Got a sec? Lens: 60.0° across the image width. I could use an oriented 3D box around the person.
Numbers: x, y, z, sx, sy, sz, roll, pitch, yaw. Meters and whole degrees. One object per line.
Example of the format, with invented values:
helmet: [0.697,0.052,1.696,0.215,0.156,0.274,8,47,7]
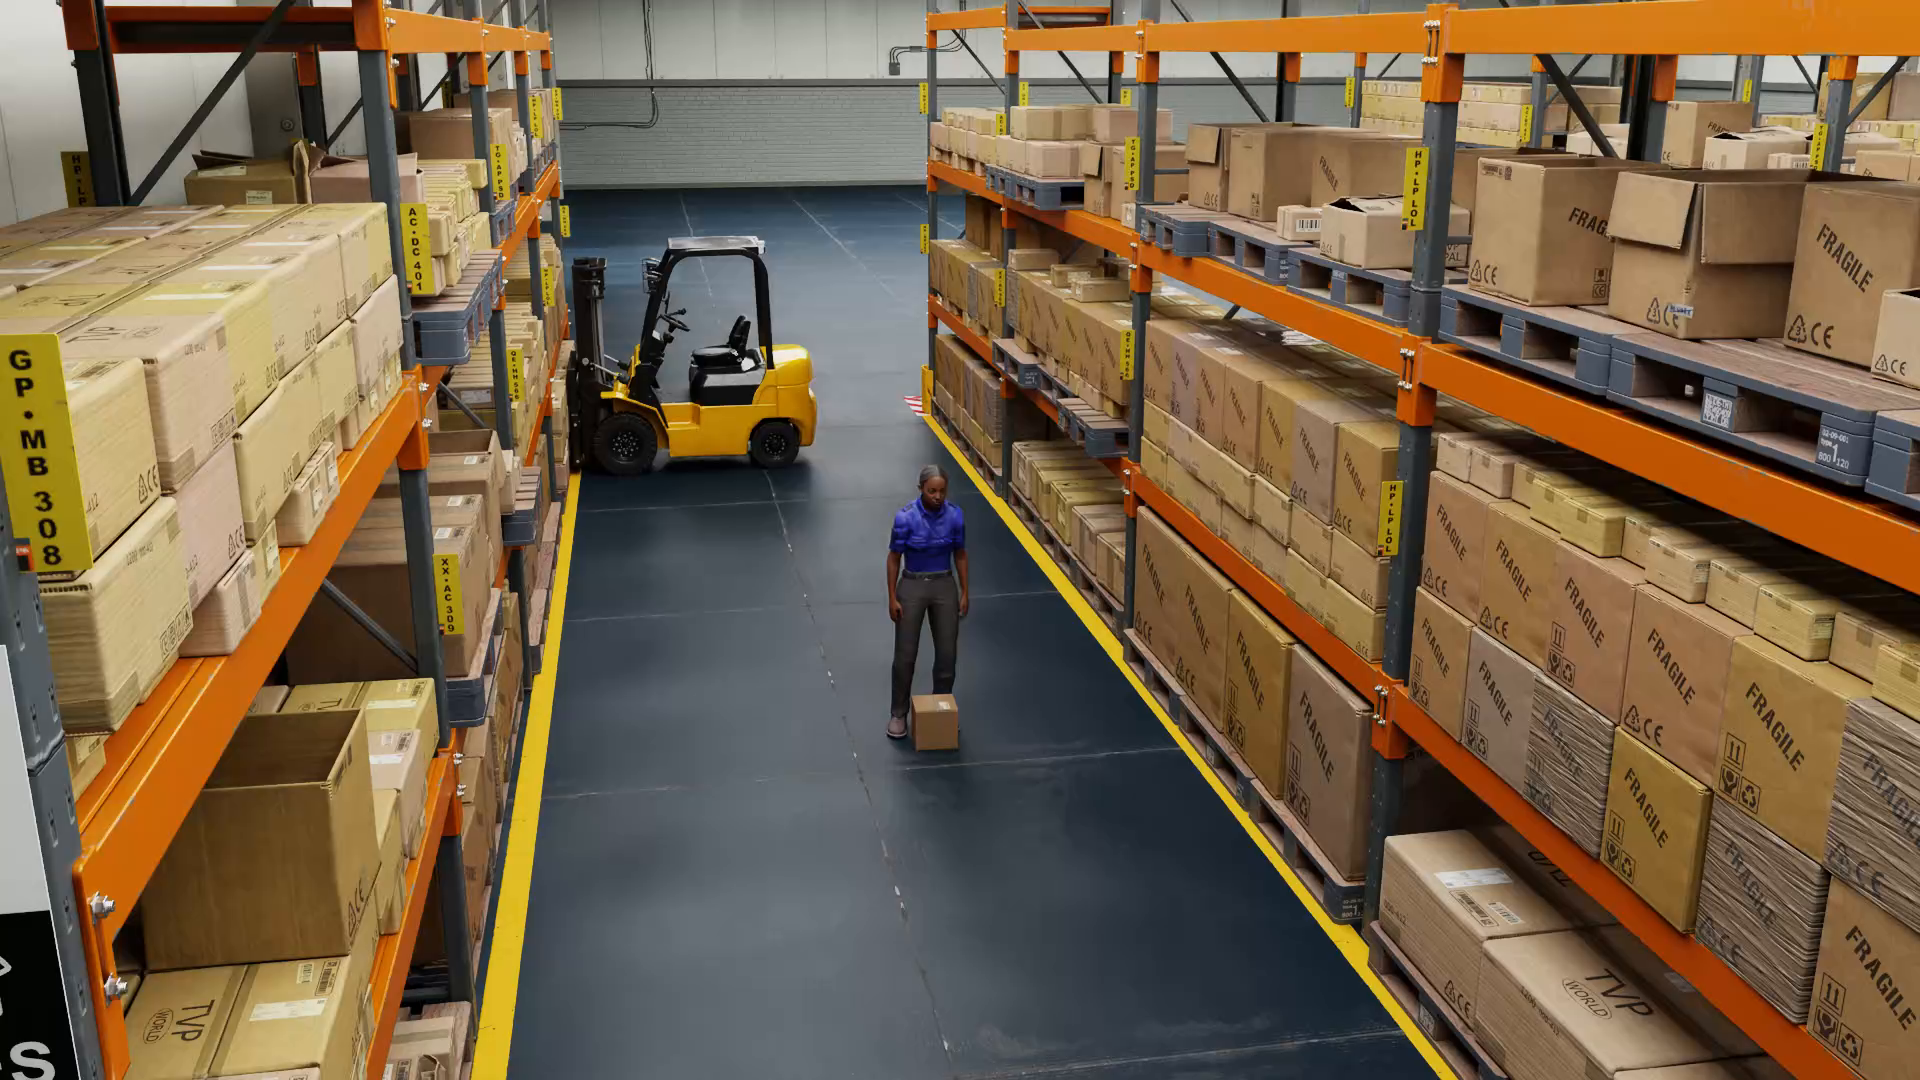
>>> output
person: [-0.200,0.342,9.890,0.532,1.655,0.349,-4,17,-14]
